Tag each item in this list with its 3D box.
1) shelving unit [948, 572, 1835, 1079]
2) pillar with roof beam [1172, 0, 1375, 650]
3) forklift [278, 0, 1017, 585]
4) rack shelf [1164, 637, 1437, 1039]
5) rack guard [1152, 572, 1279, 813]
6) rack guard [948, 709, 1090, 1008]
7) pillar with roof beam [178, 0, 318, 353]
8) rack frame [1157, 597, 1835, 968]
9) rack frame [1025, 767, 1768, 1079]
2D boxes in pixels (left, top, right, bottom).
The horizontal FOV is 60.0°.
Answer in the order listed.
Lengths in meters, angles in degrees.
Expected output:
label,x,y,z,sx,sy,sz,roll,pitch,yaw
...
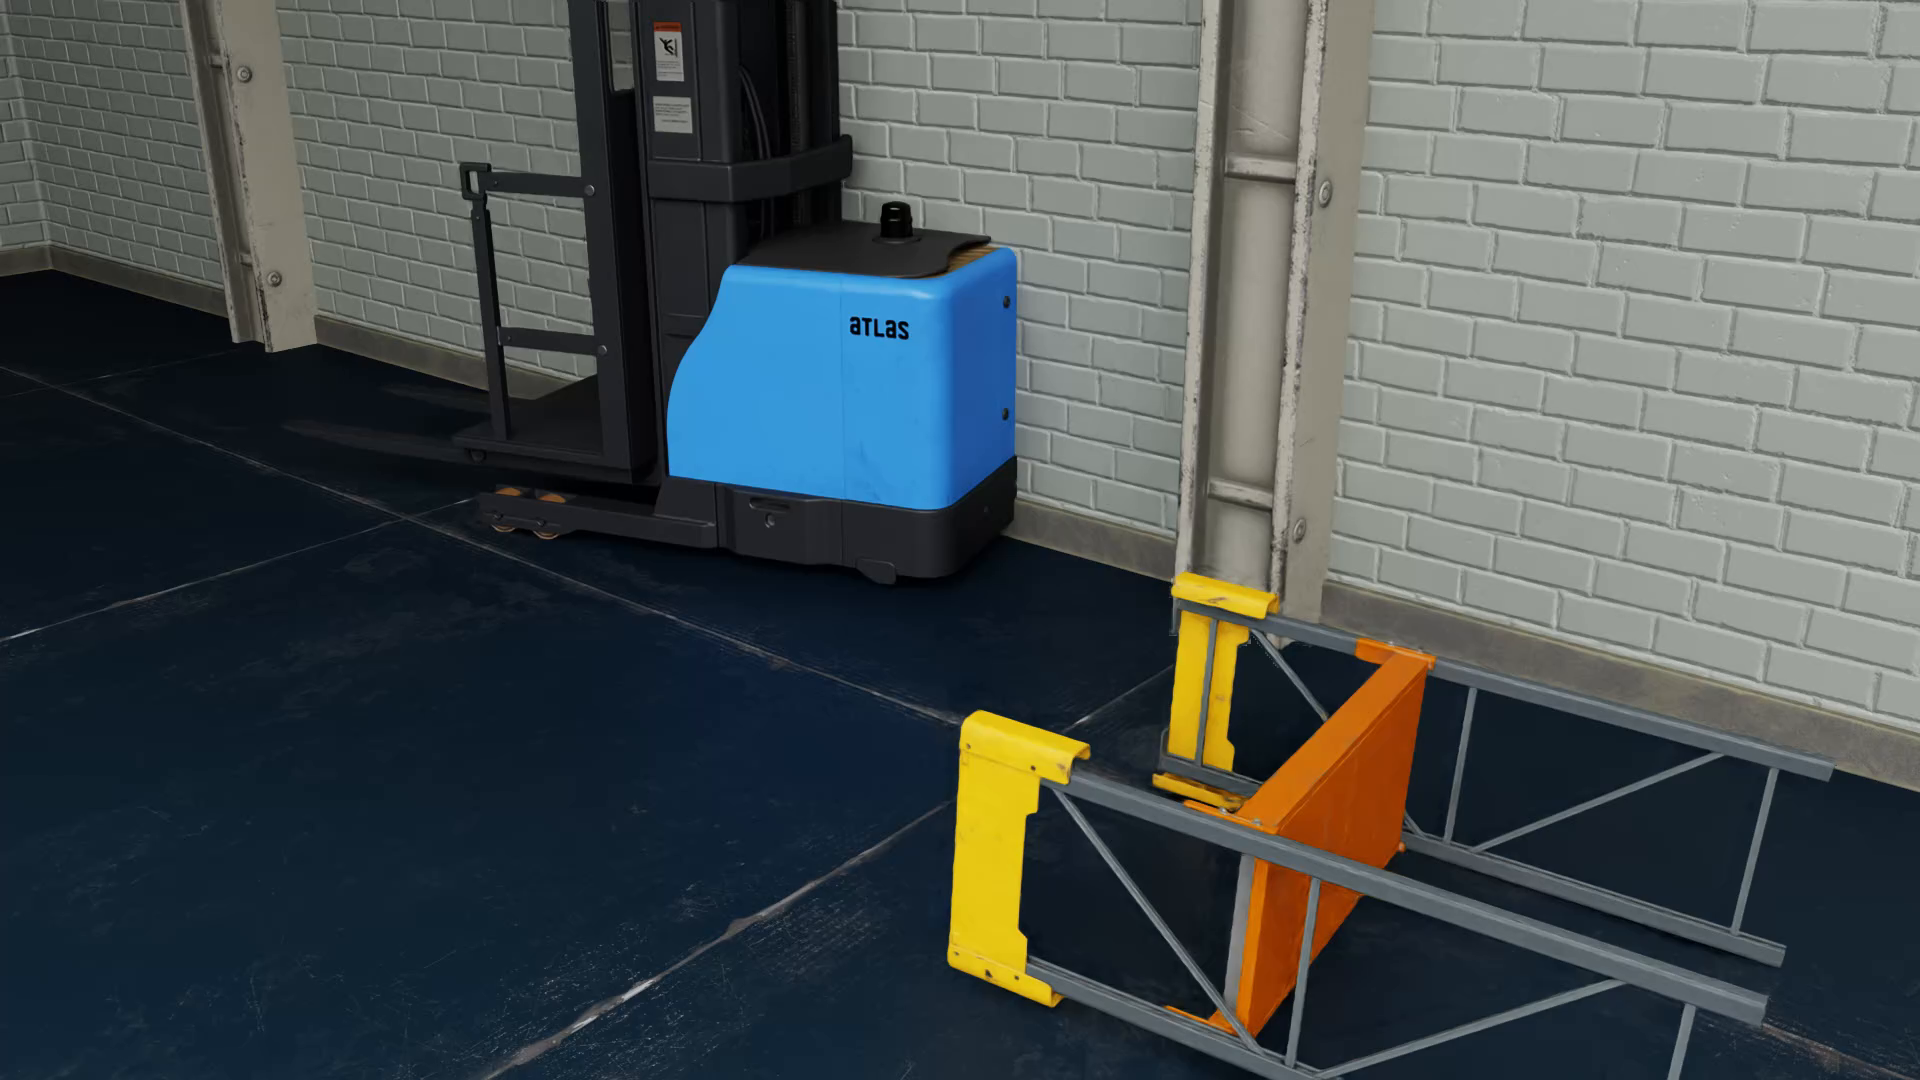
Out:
label,x,y,z,sx,sy,sz,roll,pitch,yaw
shelving unit,0.909,0.661,3.508,1.500,0.587,1.083,15,23,29
pillar with roof beam,-1.776,-2.771,0.763,0.400,9.000,9.100,16,26,36
forklift,-1.255,-1.535,6.086,3.031,2.935,1.130,8,22,21
rack shelf,0.751,0.624,3.587,0.185,0.538,1.000,15,23,29
rack guard,0.642,0.389,4.211,0.250,0.587,0.087,15,23,29
rack guard,0.116,0.655,3.408,0.250,0.587,0.087,15,23,29
pillar with roof beam,-6.424,-4.110,4.312,0.400,9.000,9.100,16,26,36
rack frame,1.173,0.528,3.910,1.500,0.500,0.032,15,23,29
rack frame,0.635,0.799,3.091,1.500,0.500,0.032,15,23,29
